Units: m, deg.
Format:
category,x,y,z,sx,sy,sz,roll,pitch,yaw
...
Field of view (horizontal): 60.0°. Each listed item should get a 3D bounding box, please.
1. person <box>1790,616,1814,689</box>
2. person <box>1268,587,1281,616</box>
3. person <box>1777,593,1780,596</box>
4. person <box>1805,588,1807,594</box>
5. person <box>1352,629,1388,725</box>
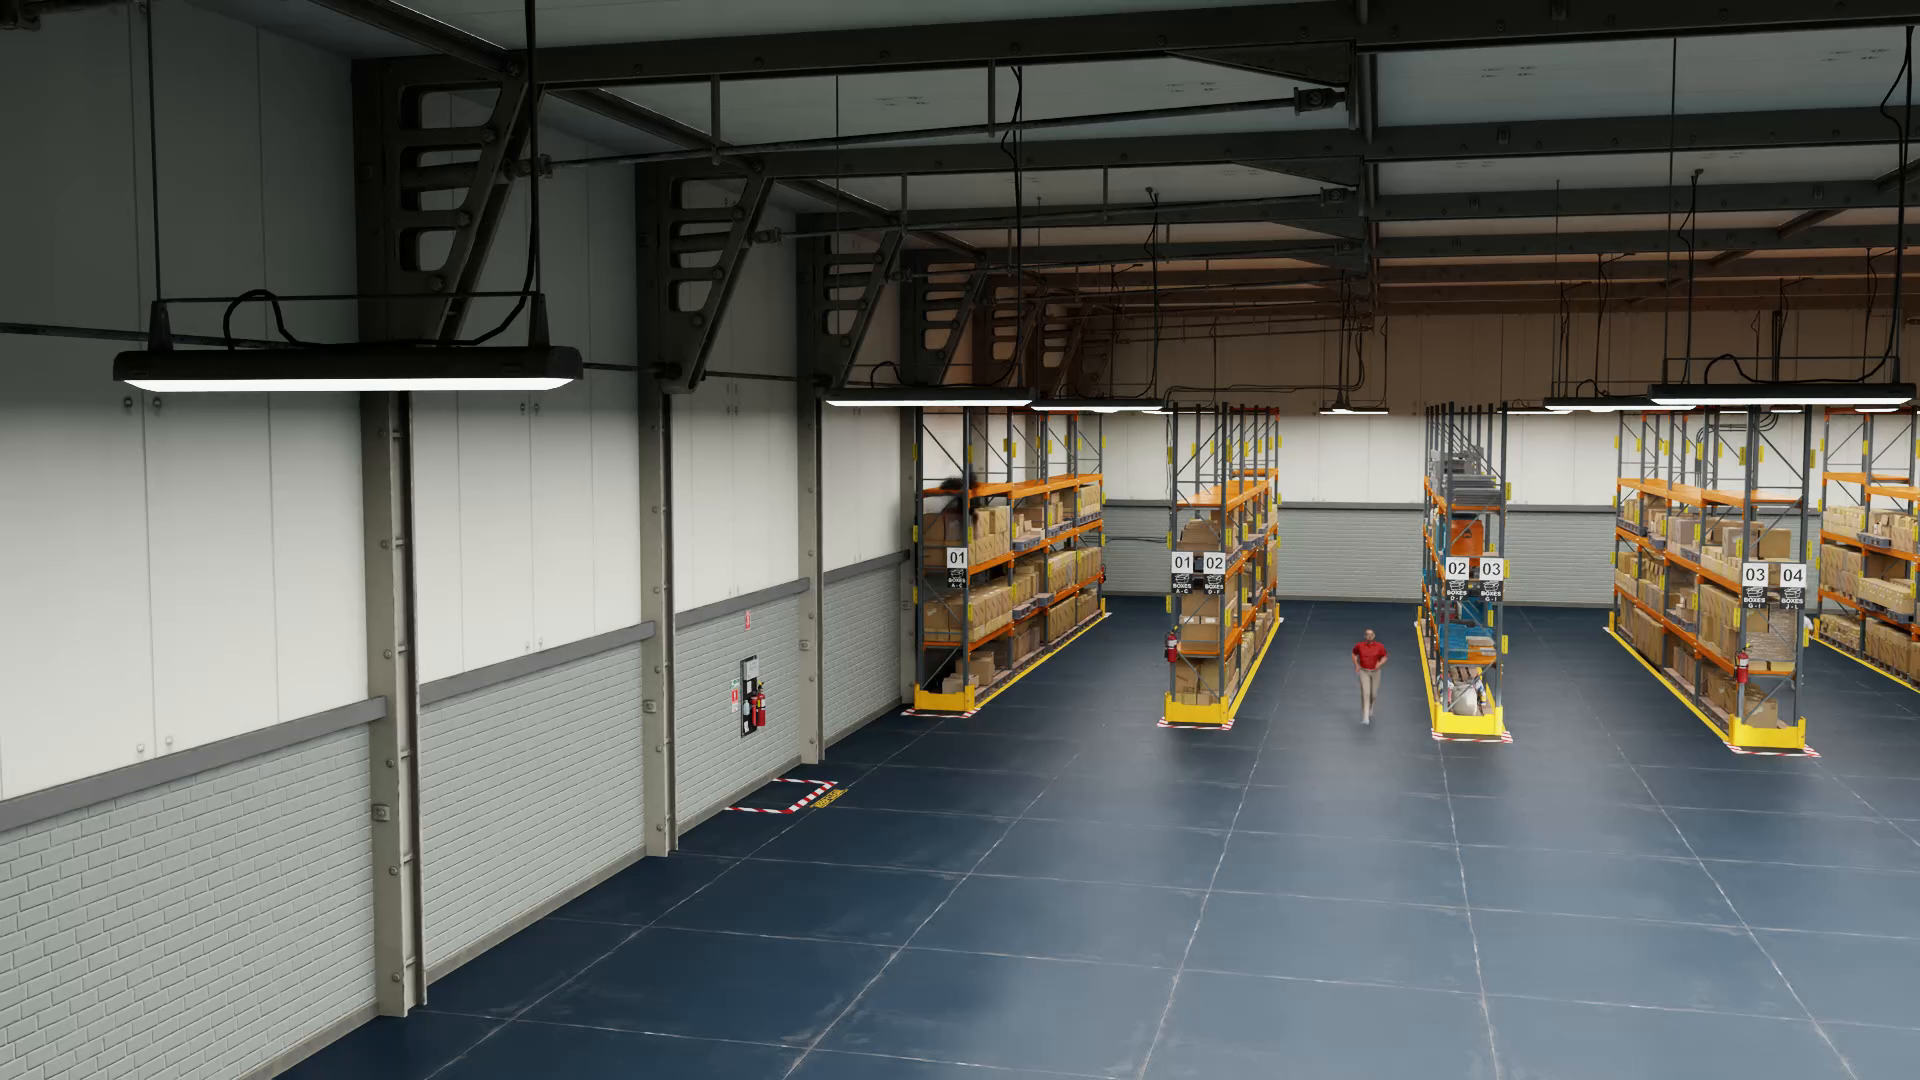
category,x,y,z,sx,sy,sz,roll,pitch,yaw
person,17.730,2.230,35.280,0.685,1.782,0.849,1,4,16
person,8.941,1.386,48.166,0.924,1.639,0.559,4,6,43
person,19.629,1.909,39.654,0.697,1.767,0.672,1,4,14
person,22.218,1.639,44.395,0.901,1.661,0.707,0,4,-2
person,7.720,2.544,31.341,0.647,1.752,0.852,0,4,6
